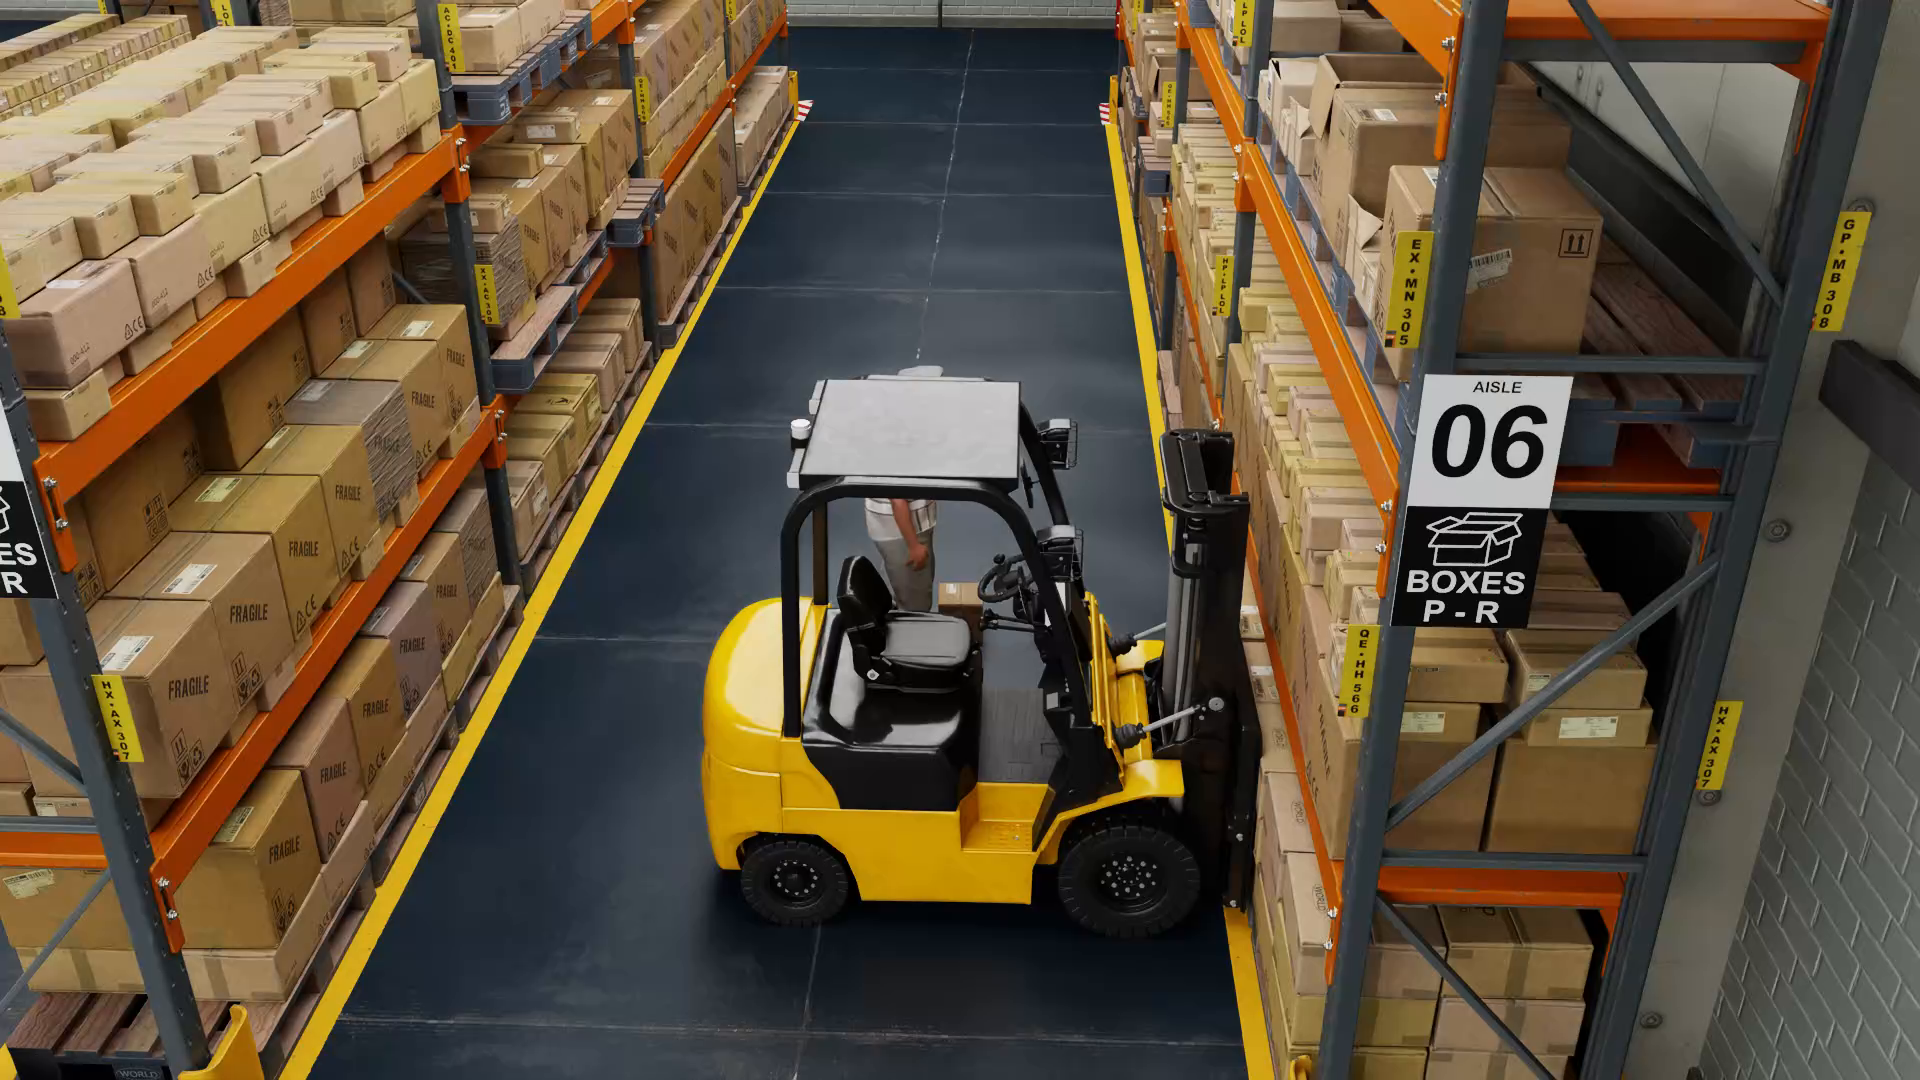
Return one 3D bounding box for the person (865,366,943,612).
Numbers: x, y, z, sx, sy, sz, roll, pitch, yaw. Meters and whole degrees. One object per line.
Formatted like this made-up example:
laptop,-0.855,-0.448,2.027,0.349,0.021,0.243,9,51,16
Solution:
person,-0.280,-0.080,8.764,0.433,1.748,0.588,0,28,0
